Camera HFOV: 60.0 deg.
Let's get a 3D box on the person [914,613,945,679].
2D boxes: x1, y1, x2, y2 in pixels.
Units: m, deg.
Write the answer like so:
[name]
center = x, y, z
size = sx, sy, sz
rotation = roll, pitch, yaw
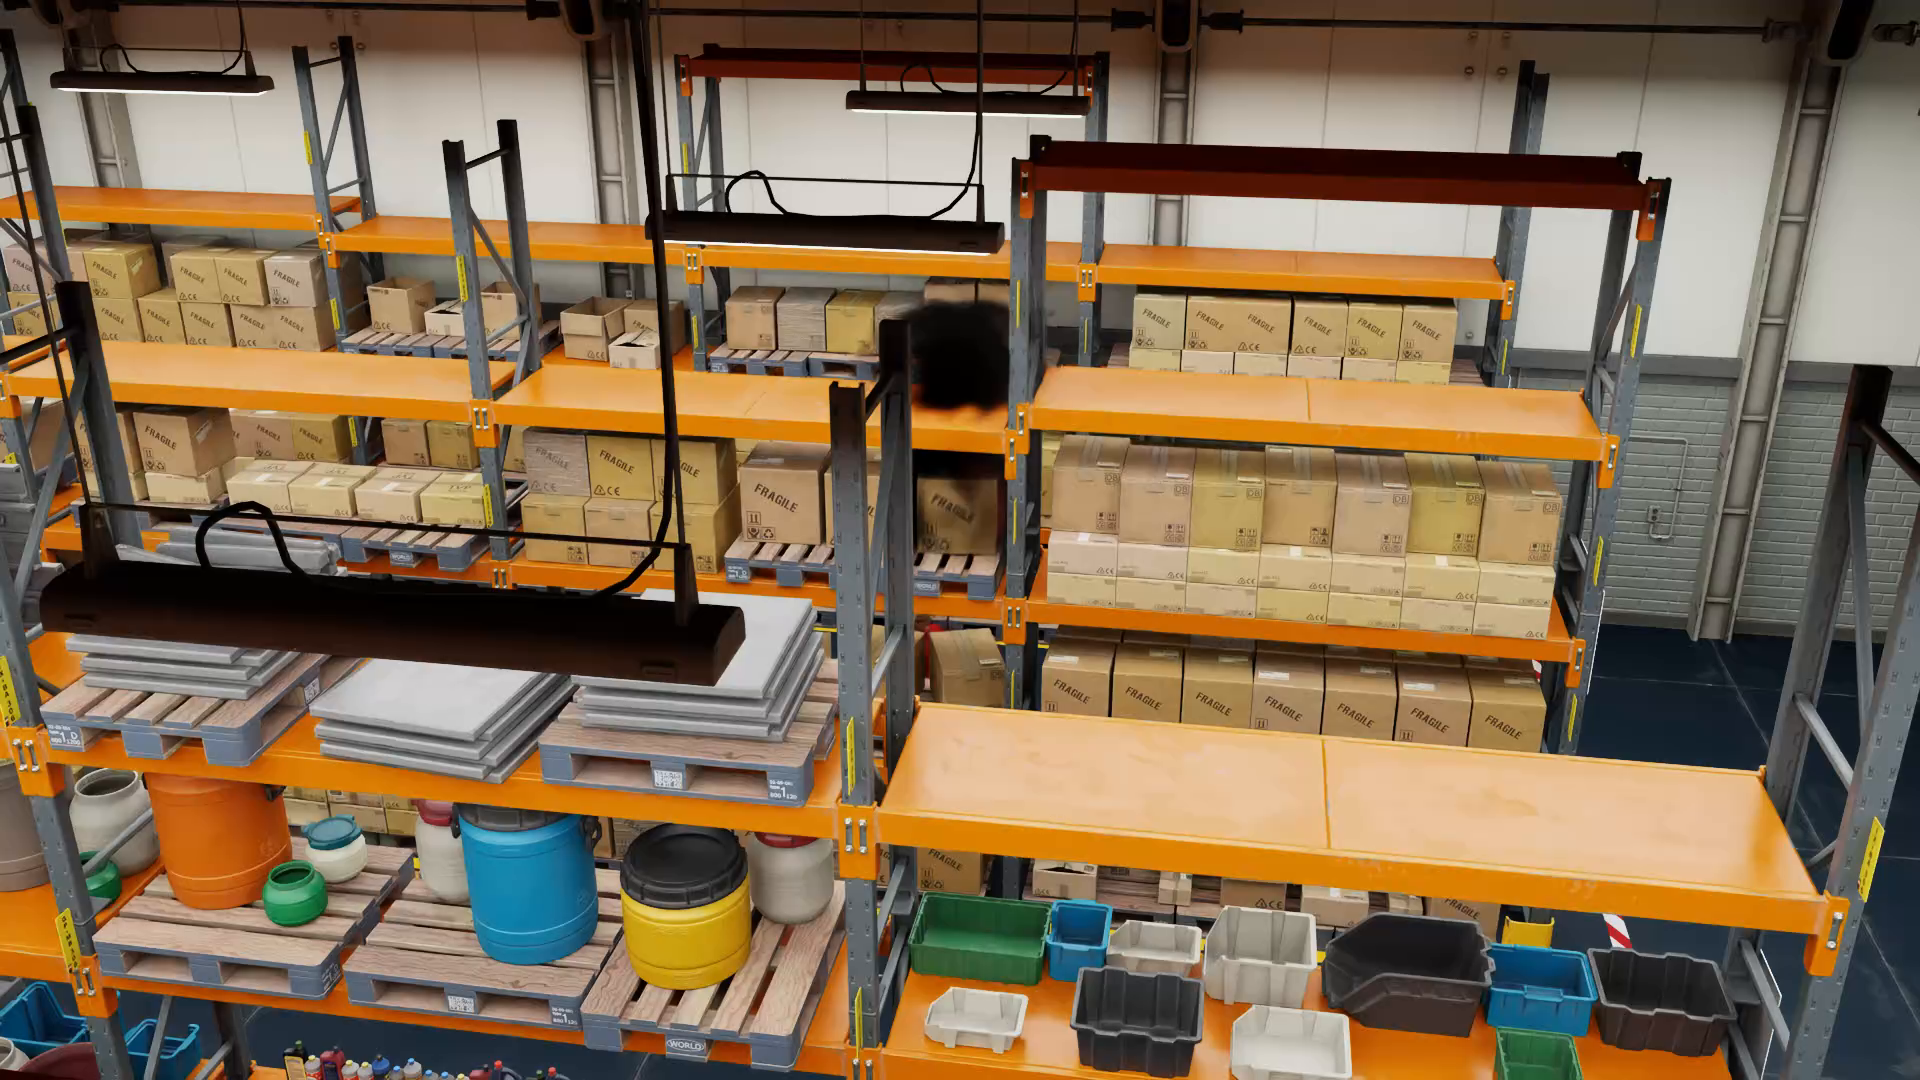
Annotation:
[person]
center = -0.111, 1.365, 15.066
size = 0.928, 1.639, 0.700
rotation = -8, 24, -17
